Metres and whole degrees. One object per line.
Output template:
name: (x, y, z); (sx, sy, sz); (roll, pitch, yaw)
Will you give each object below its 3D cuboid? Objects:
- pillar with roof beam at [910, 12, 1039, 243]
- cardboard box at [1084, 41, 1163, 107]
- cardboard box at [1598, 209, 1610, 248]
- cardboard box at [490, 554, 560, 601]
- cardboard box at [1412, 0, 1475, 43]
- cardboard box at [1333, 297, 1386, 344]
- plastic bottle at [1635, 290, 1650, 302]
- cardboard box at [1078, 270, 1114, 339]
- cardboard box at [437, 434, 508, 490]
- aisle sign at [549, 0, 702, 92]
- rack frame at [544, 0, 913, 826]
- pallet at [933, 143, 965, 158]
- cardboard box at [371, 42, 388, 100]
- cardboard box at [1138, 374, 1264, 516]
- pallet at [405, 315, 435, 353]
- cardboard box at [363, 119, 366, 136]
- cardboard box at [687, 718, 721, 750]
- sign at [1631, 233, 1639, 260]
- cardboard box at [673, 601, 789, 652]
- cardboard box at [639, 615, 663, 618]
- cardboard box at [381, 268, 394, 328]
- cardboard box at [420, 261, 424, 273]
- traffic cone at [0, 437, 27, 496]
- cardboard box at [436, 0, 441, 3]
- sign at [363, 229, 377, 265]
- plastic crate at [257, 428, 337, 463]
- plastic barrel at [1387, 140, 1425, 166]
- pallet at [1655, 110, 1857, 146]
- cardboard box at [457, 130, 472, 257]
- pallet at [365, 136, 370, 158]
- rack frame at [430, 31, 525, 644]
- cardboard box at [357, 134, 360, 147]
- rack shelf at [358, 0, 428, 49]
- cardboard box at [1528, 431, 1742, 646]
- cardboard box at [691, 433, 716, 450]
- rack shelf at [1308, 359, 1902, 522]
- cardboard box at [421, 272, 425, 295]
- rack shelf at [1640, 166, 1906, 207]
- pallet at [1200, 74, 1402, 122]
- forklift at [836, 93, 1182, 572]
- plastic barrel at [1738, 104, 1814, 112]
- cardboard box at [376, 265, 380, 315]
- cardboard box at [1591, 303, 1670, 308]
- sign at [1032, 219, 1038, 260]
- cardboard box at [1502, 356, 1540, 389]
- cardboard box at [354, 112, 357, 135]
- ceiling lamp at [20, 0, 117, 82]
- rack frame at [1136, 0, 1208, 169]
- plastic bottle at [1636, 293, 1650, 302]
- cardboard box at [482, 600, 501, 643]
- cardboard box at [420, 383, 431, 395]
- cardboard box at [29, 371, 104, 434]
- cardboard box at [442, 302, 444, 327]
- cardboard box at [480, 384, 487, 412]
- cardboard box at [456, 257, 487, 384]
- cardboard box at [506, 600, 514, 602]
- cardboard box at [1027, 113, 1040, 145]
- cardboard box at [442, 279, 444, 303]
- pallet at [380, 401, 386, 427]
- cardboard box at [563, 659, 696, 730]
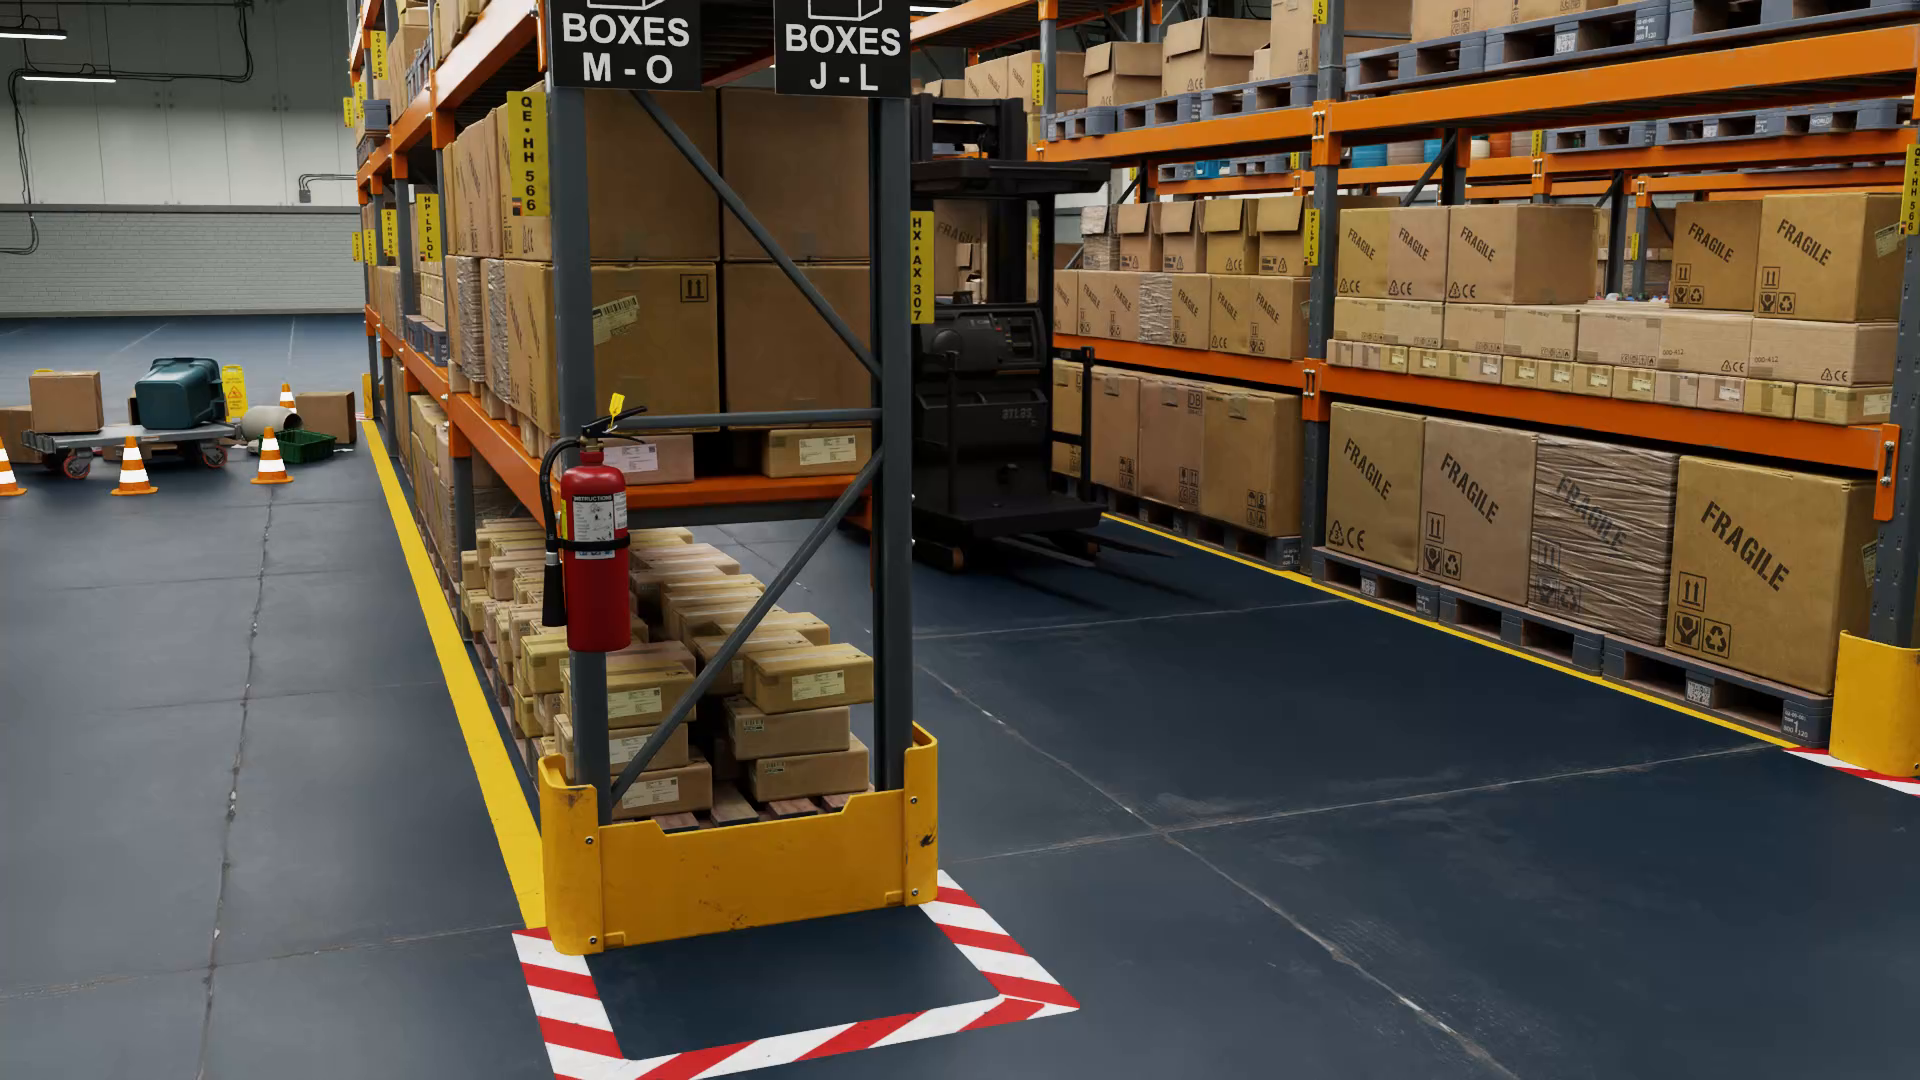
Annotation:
pillar with roof beam: (-1.742, -11.710, 51.556); (9.100, 9.000, 0.548); (-4, 11, -21)
cardboard box: (1.419, -3.583, 12.937); (0.797, 0.503, 0.637); (-3, 11, -18)
cardboard box: (8.565, -4.067, 21.726); (0.700, 0.500, 0.500); (-4, 11, -21)
cardboard box: (-1.834, 0.156, 7.220); (0.380, 0.149, 0.250); (-4, 11, -20)
cardboard box: (2.920, -2.948, 9.095); (0.700, 0.500, 0.500); (-5, 11, -24)
cardboard box: (2.506, -1.270, 9.571); (0.500, 0.250, 0.500); (-4, 11, -22)
plastic bottle: (6.291, -2.161, 15.337); (0.061, 0.283, 0.133); (-4, 11, -21)
cardboard box: (1.242, -1.812, 12.755); (0.500, 0.500, 0.500); (-4, 11, -22)
cardboard box: (-2.585, -0.443, 9.141); (0.500, 0.250, 0.500); (-4, 11, -22)
aisle sign: (-0.883, -1.588, 4.360); (0.394, 0.787, 0.004); (-4, 11, -21)
rack frame: (-0.630, -0.339, 4.761); (1.000, 3.000, 0.127); (-4, 11, -21)
pallet: (0.184, -3.704, 15.648); (1.213, 0.211, 1.003); (-4, 11, -21)
cardboard box: (-4.420, -3.693, 13.281); (0.500, 0.500, 0.500); (-4, 11, -21)
cardboard box: (2.005, -0.700, 11.658); (1.225, 0.875, 0.875); (-4, 11, -23)
pallet: (-3.171, -1.441, 11.503); (1.213, 0.211, 1.003); (-4, 11, -21)
cardboard box: (-5.687, -4.071, 16.409); (0.380, 0.149, 0.250); (-4, 11, -21)
cardboard box: (-0.789, 0.674, 6.006); (0.380, 0.149, 0.250); (-4, 11, -20)
sign: (8.399, -3.654, 20.698); (0.100, 0.325, 0.005); (-4, 11, -21)
cardboard box: (-0.854, 0.336, 6.209); (0.380, 0.149, 0.250); (-4, 11, -24)
cardboard box: (-1.200, 0.354, 6.954); (0.380, 0.149, 0.250); (-3, 11, -18)
cardboard box: (-4.676, -2.080, 14.263); (0.500, 0.500, 0.500); (-4, 11, -21)
cardboard box: (-3.540, -1.932, 11.538); (0.380, 0.149, 0.250); (-4, 11, -21)
traffic cone: (-7.801, -0.605, 13.498); (0.336, 0.463, 0.334); (-4, 11, -21)
cardboard box: (-2.128, -2.547, 7.611); (0.500, 0.250, 0.500); (-4, 11, -19)
sign: (-5.495, -2.728, 15.491); (0.100, 0.325, 0.005); (-4, 11, -21)
plastic crate: (-6.262, -0.887, 15.706); (0.450, 0.188, 0.662); (11, 12, 7)
plastic barrel: (4.921, -4.458, 17.921); (0.600, 0.901, 0.600); (0, 10, 0)
pallet: (6.408, -3.295, 13.354); (1.003, 0.211, 1.213); (-4, 11, -21)
cardboard box: (-1.787, -1.423, 6.865); (0.500, 0.500, 0.500); (-4, 11, -20)
pallet: (-5.265, -3.865, 16.272); (1.003, 0.211, 1.213); (-4, 11, -21)
rack frame: (-2.079, -0.992, 8.432); (1.000, 3.000, 0.127); (-4, 11, -21)
cardboard box: (-6.419, -4.401, 18.264); (0.380, 0.149, 0.250); (-4, 11, -21)
rack shelf: (-4.254, -4.374, 13.510); (1.077, 0.370, 4.000); (-4, 11, -21)
cardboard box: (3.393, -0.046, 7.981); (0.875, 0.875, 0.875); (-4, 11, -21)
cardboard box: (-0.842, -0.409, 5.871); (0.380, 0.149, 0.250); (-3, 11, -18)
rack shelf: (3.305, -0.610, 8.336); (1.077, 0.370, 4.000); (-4, 11, -21)
cardboard box: (-3.541, -1.783, 11.546); (0.380, 0.149, 0.250); (-3, 11, -18)
rack shelf: (9.640, -4.020, 18.946); (1.077, 0.370, 4.000); (-4, 11, -21)
pallet: (2.202, -2.819, 10.686); (0.805, 0.209, 1.217); (-4, 11, -23)
forklift: (0.250, -1.333, 10.543); (1.130, 2.935, 3.031); (-6, 12, -29)
plastic barrel: (6.435, -3.804, 13.044); (0.600, 0.901, 0.708); (-4, 11, -21)
cardboard box: (-5.343, -2.519, 16.591); (0.875, 0.550, 0.550); (-4, 11, -21)
cardboard box: (3.540, -1.057, 8.376); (0.500, 0.250, 0.500); (-4, 11, -22)
sign: (0.628, -2.438, 13.482); (0.100, 0.325, 0.005); (-4, 11, -21)
cardboard box: (2.944, -0.843, 8.311); (0.380, 0.149, 0.250); (-4, 11, -23)
cardboard box: (-6.492, -4.661, 18.588); (0.500, 0.250, 0.500); (-4, 11, -21)
ceiling lamp: (-21.262, -12.529, 39.491); (2.000, 3.185, 0.800); (-4, 11, -21)
rack frame: (2.848, -6.517, 22.362); (1.000, 3.000, 0.127); (-4, 11, -21)
plastic bottle: (5.860, -1.971, 14.268); (0.061, 0.283, 0.133); (-4, 11, -21)
cardboard box: (-2.012, 0.365, 7.742); (0.380, 0.149, 0.250); (-4, 11, -21)
cardboard box: (-3.666, -0.849, 12.853); (1.050, 0.750, 0.750); (-4, 11, -22)
cardboard box: (-7.907, -1.227, 14.729); (0.500, 0.500, 0.500); (-4, 11, -21)
cardboard box: (-2.883, -1.340, 9.905); (0.380, 0.149, 0.250); (-3, 11, -18)
cardboard box: (-1.850, -0.634, 7.134); (0.380, 0.149, 0.250); (-4, 11, -20)
cardboard box: (-1.800, -0.926, 6.926); (0.500, 0.500, 0.500); (-4, 11, -22)
cardboard box: (-1.776, 0.302, 7.251); (0.380, 0.149, 0.250); (-3, 11, -18)
cardboard box: (0.730, -3.408, 13.878); (0.500, 0.250, 0.500); (-4, 11, -21)
cardboard box: (-2.788, -1.444, 9.644); (0.380, 0.149, 0.250); (-5, 11, -24)
pallet: (-6.065, -1.452, 18.982); (1.003, 0.211, 1.213); (-4, 11, -21)
cardboard box: (-1.058, 0.495, 5.317); (0.380, 0.149, 0.250); (-4, 11, -20)
